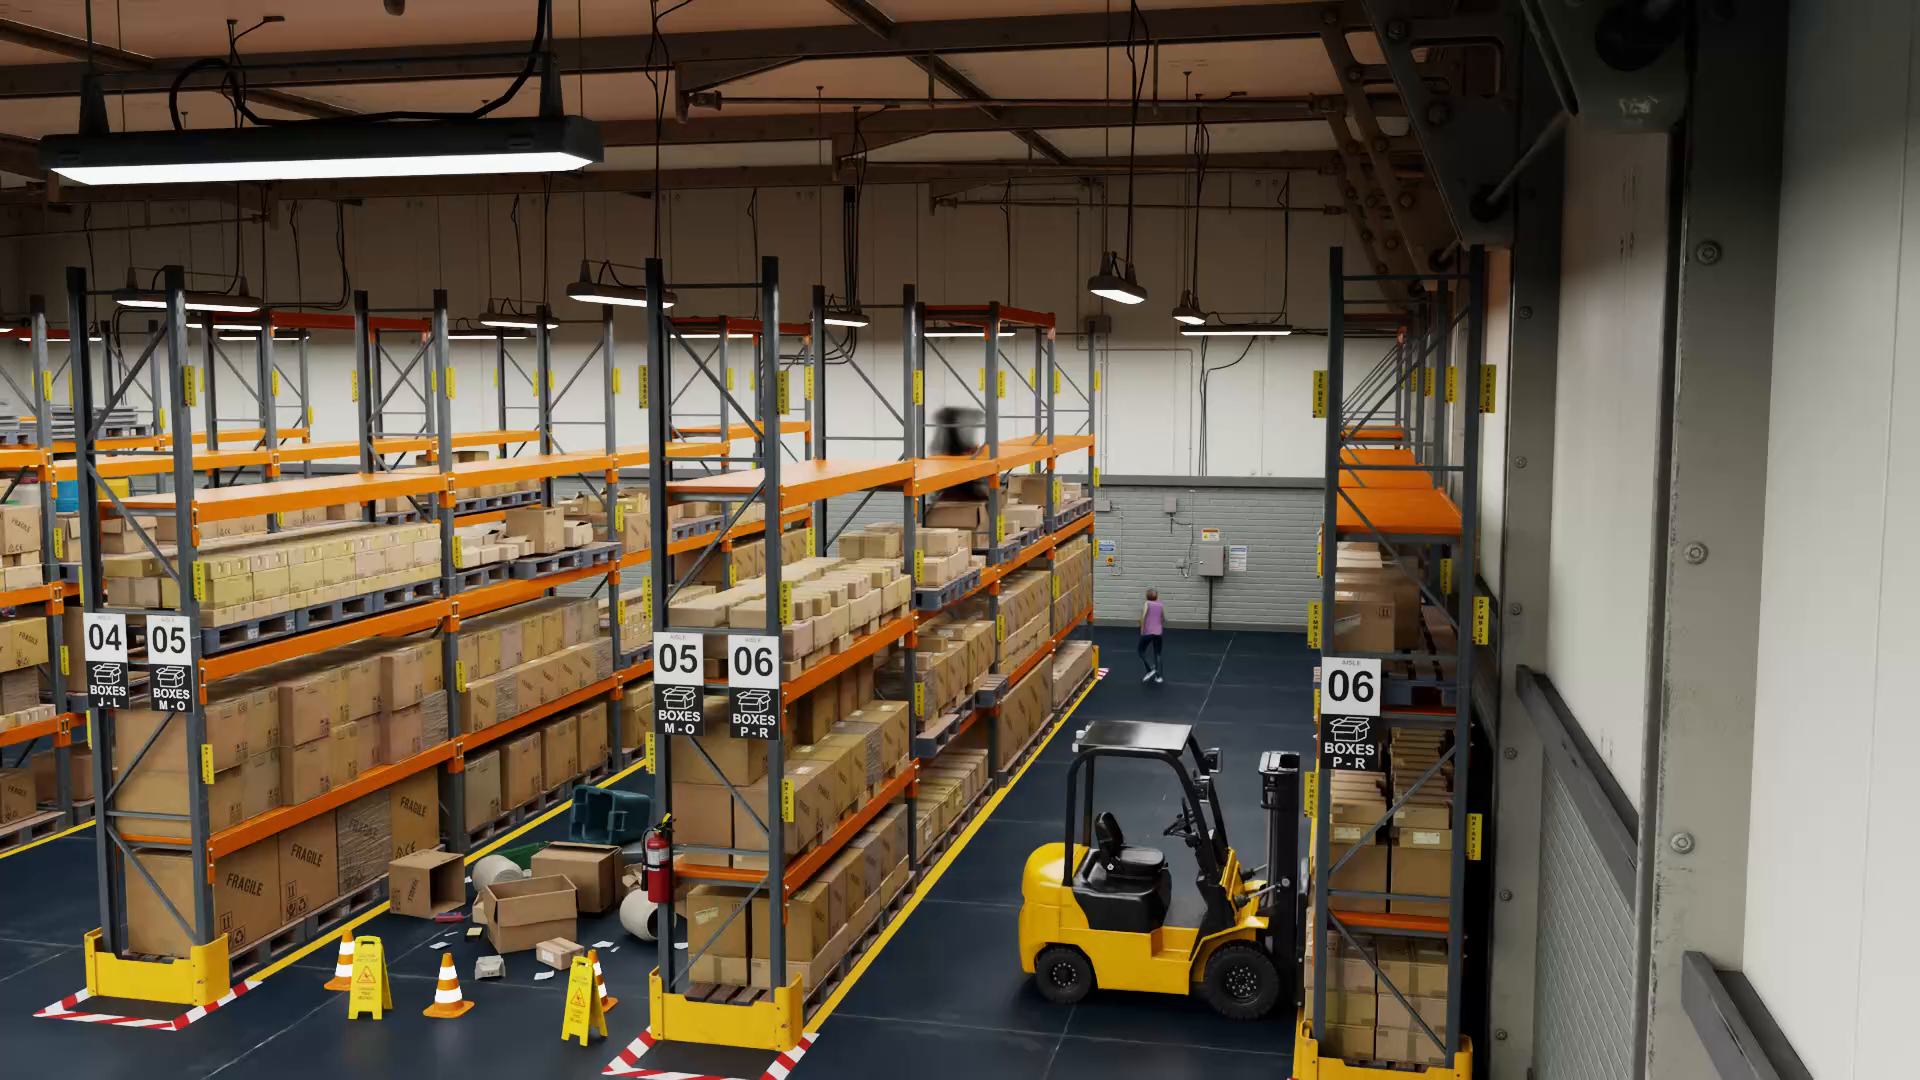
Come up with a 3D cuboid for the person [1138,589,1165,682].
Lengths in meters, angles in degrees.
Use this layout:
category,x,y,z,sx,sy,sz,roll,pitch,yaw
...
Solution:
category,x,y,z,sx,sy,sz,roll,pitch,yaw
person,3.224,1.601,27.727,0.521,1.541,0.699,-2,6,-15
